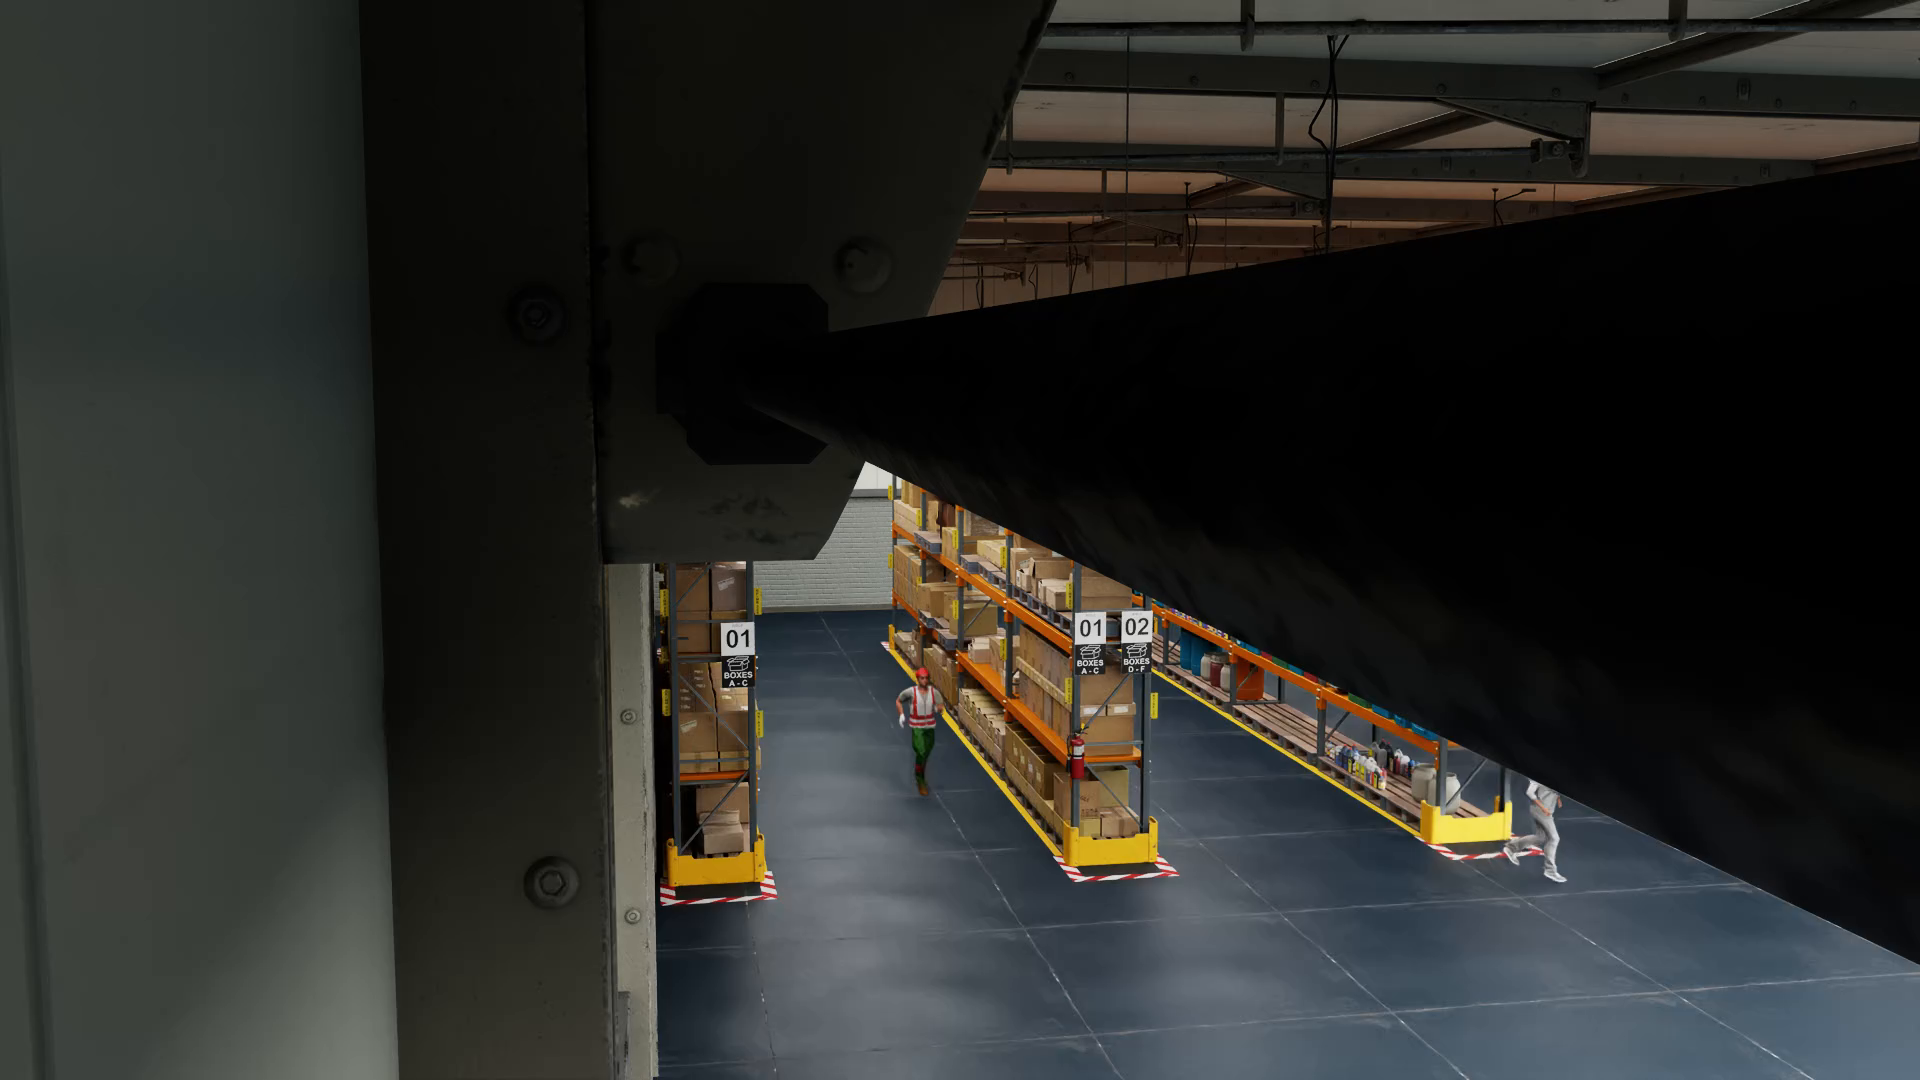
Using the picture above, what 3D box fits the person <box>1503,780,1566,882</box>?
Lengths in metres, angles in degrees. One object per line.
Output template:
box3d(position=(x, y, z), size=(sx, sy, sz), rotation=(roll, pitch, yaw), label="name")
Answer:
box3d(position=(7.072, 3.342, 20.374), size=(0.754, 1.602, 0.552), rotation=(3, 7, 28), label="person")

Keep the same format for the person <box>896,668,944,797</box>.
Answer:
box3d(position=(-0.563, 2.793, 24.470), size=(0.647, 1.846, 0.800), rotation=(-3, 7, -24), label="person")
